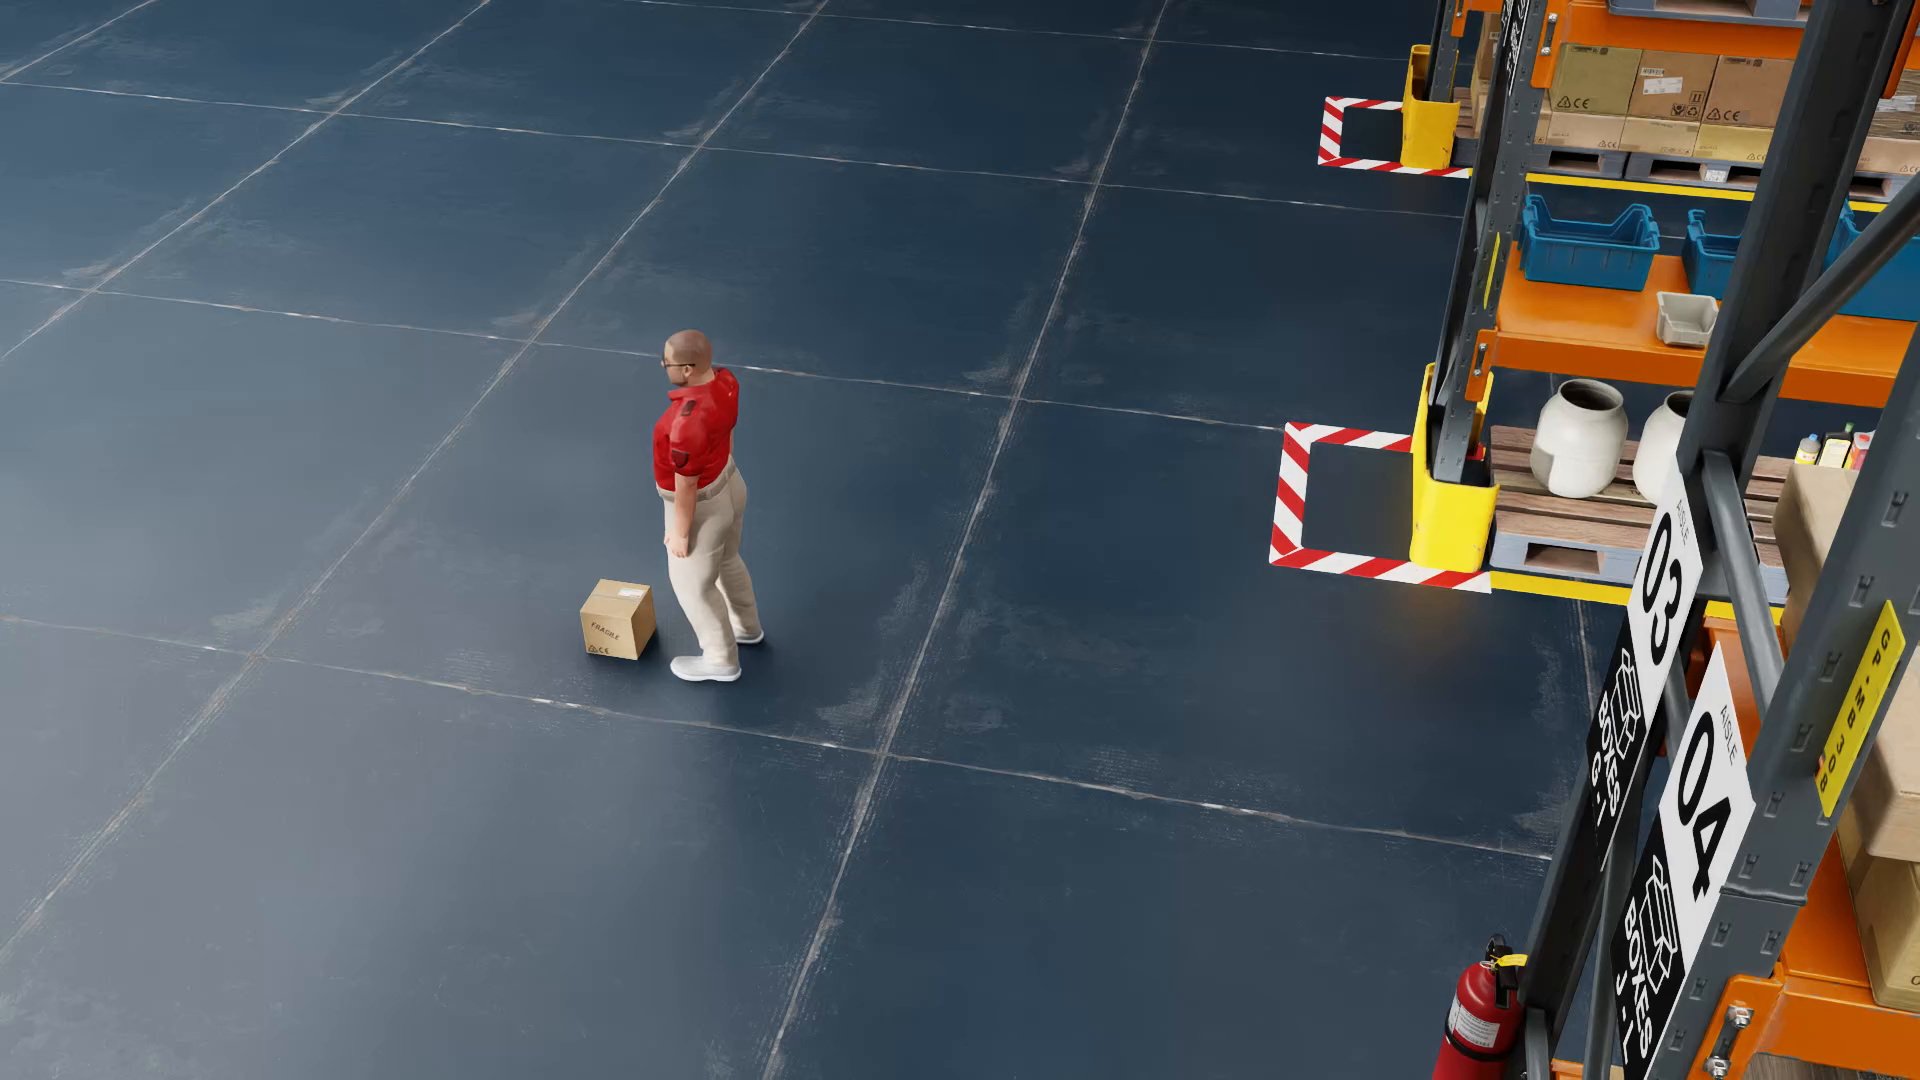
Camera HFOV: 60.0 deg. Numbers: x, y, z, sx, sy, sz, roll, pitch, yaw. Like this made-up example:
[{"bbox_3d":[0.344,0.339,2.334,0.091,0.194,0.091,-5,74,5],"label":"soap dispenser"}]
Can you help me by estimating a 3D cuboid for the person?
[{"bbox_3d":[-1.131,-0.147,7.189,0.360,1.725,0.527,8,37,11],"label":"person"}]
